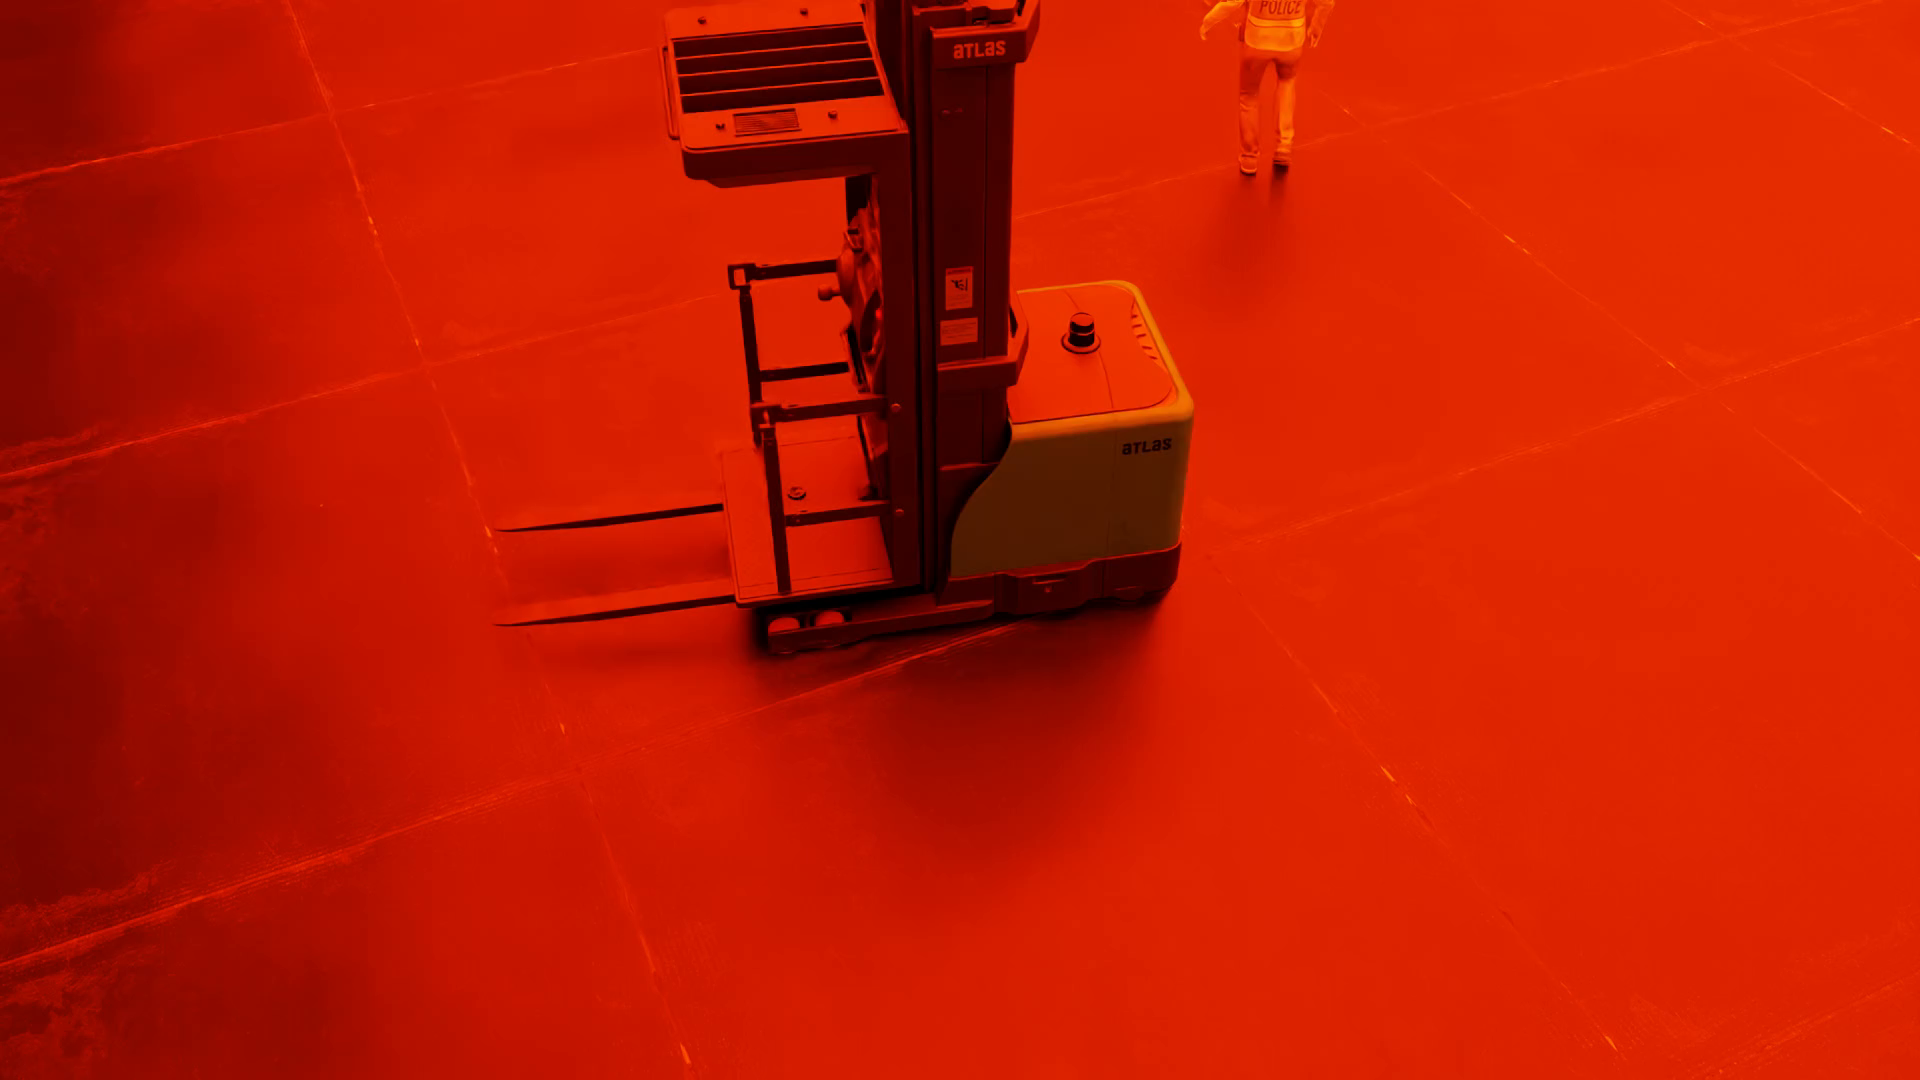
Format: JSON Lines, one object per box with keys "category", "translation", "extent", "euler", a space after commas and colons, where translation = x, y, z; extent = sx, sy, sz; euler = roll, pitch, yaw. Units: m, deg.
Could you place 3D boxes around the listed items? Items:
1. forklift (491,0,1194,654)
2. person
{"category": "forklift", "translation": [-0.580, -0.966, 6.715], "extent": [3.031, 2.935, 1.130], "euler": [-7, 44, -8]}
{"category": "person", "translation": [1.789, -2.928, 9.781], "extent": [0.751, 1.659, 0.439], "euler": [1, 43, 1]}
